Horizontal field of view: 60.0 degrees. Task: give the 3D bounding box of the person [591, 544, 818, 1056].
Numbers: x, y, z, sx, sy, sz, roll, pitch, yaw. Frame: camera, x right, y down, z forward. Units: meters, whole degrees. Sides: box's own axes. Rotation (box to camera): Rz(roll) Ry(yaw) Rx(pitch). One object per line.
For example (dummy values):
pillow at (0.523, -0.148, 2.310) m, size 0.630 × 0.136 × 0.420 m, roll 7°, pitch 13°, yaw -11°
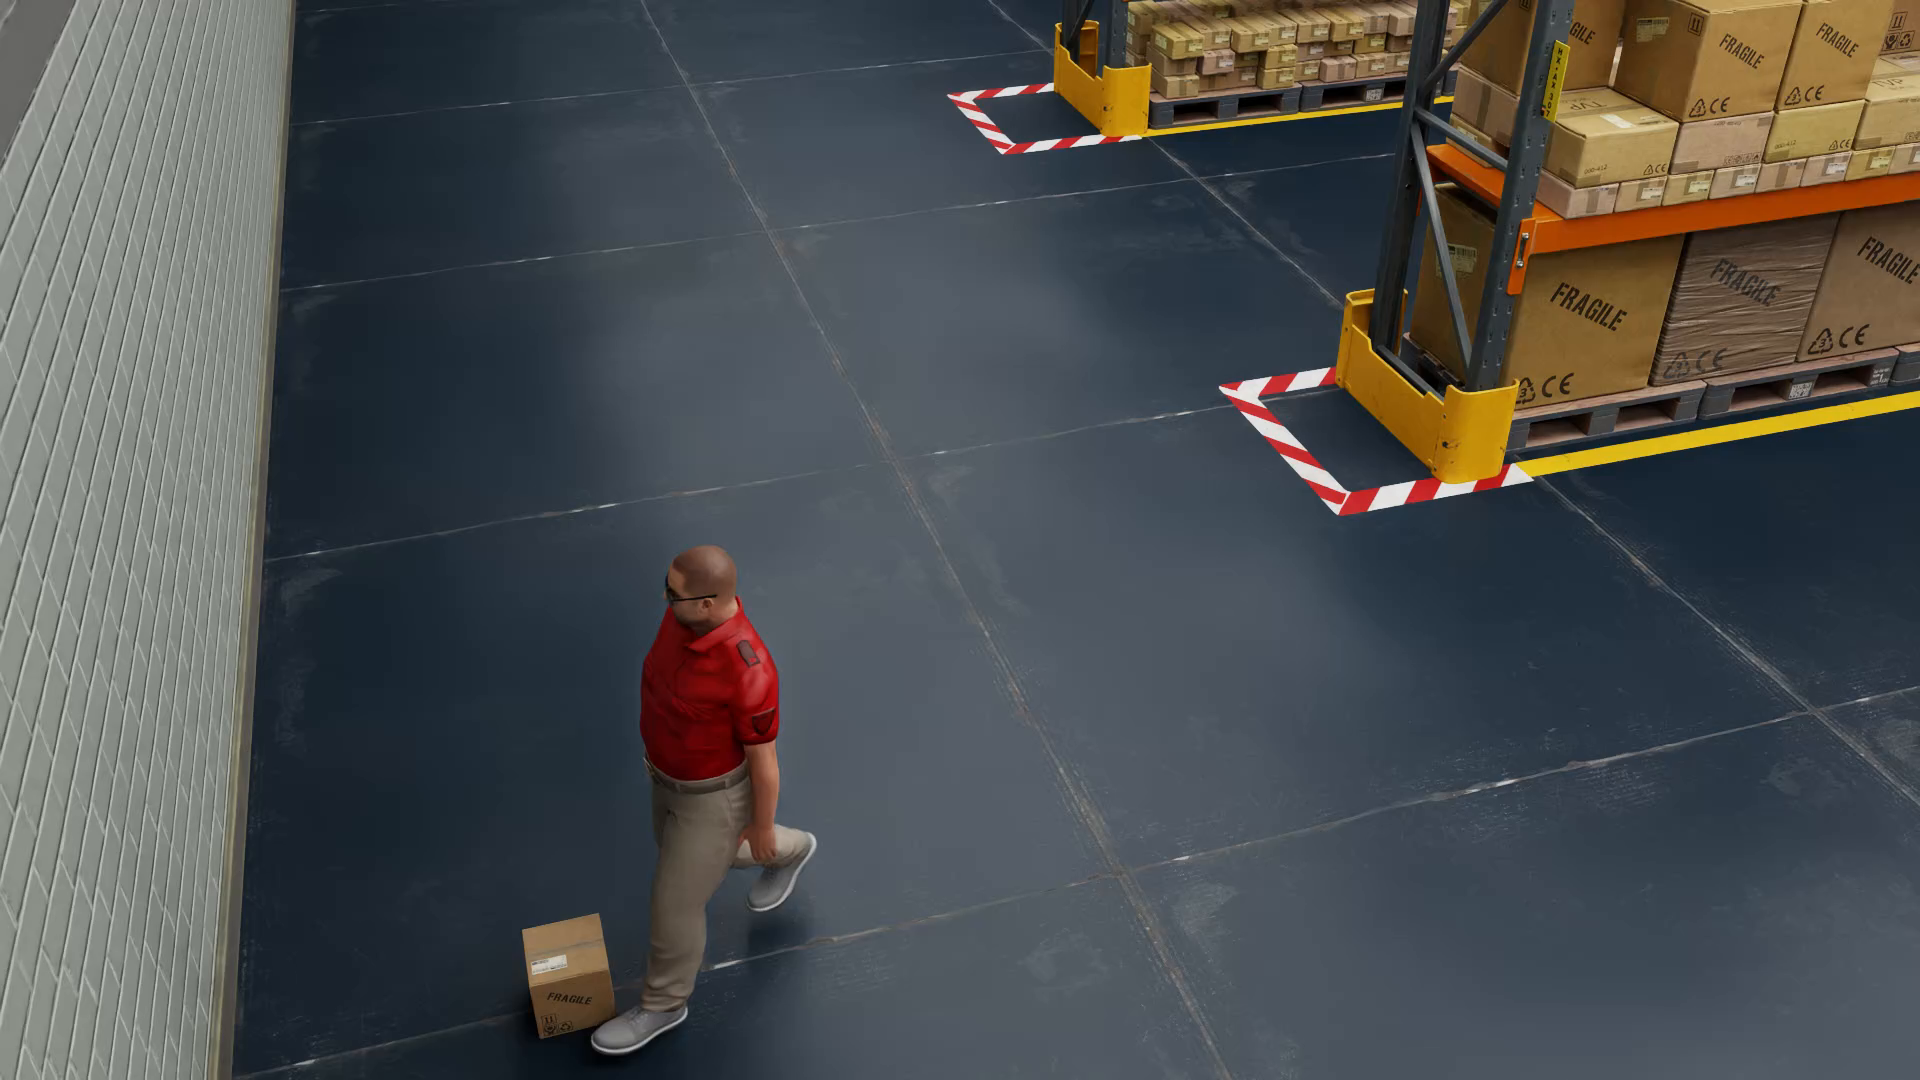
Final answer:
person at (-0.816, 0.739, 5.083) m, size 0.951 × 1.681 × 0.555 m, roll -19°, pitch 38°, yaw -26°
